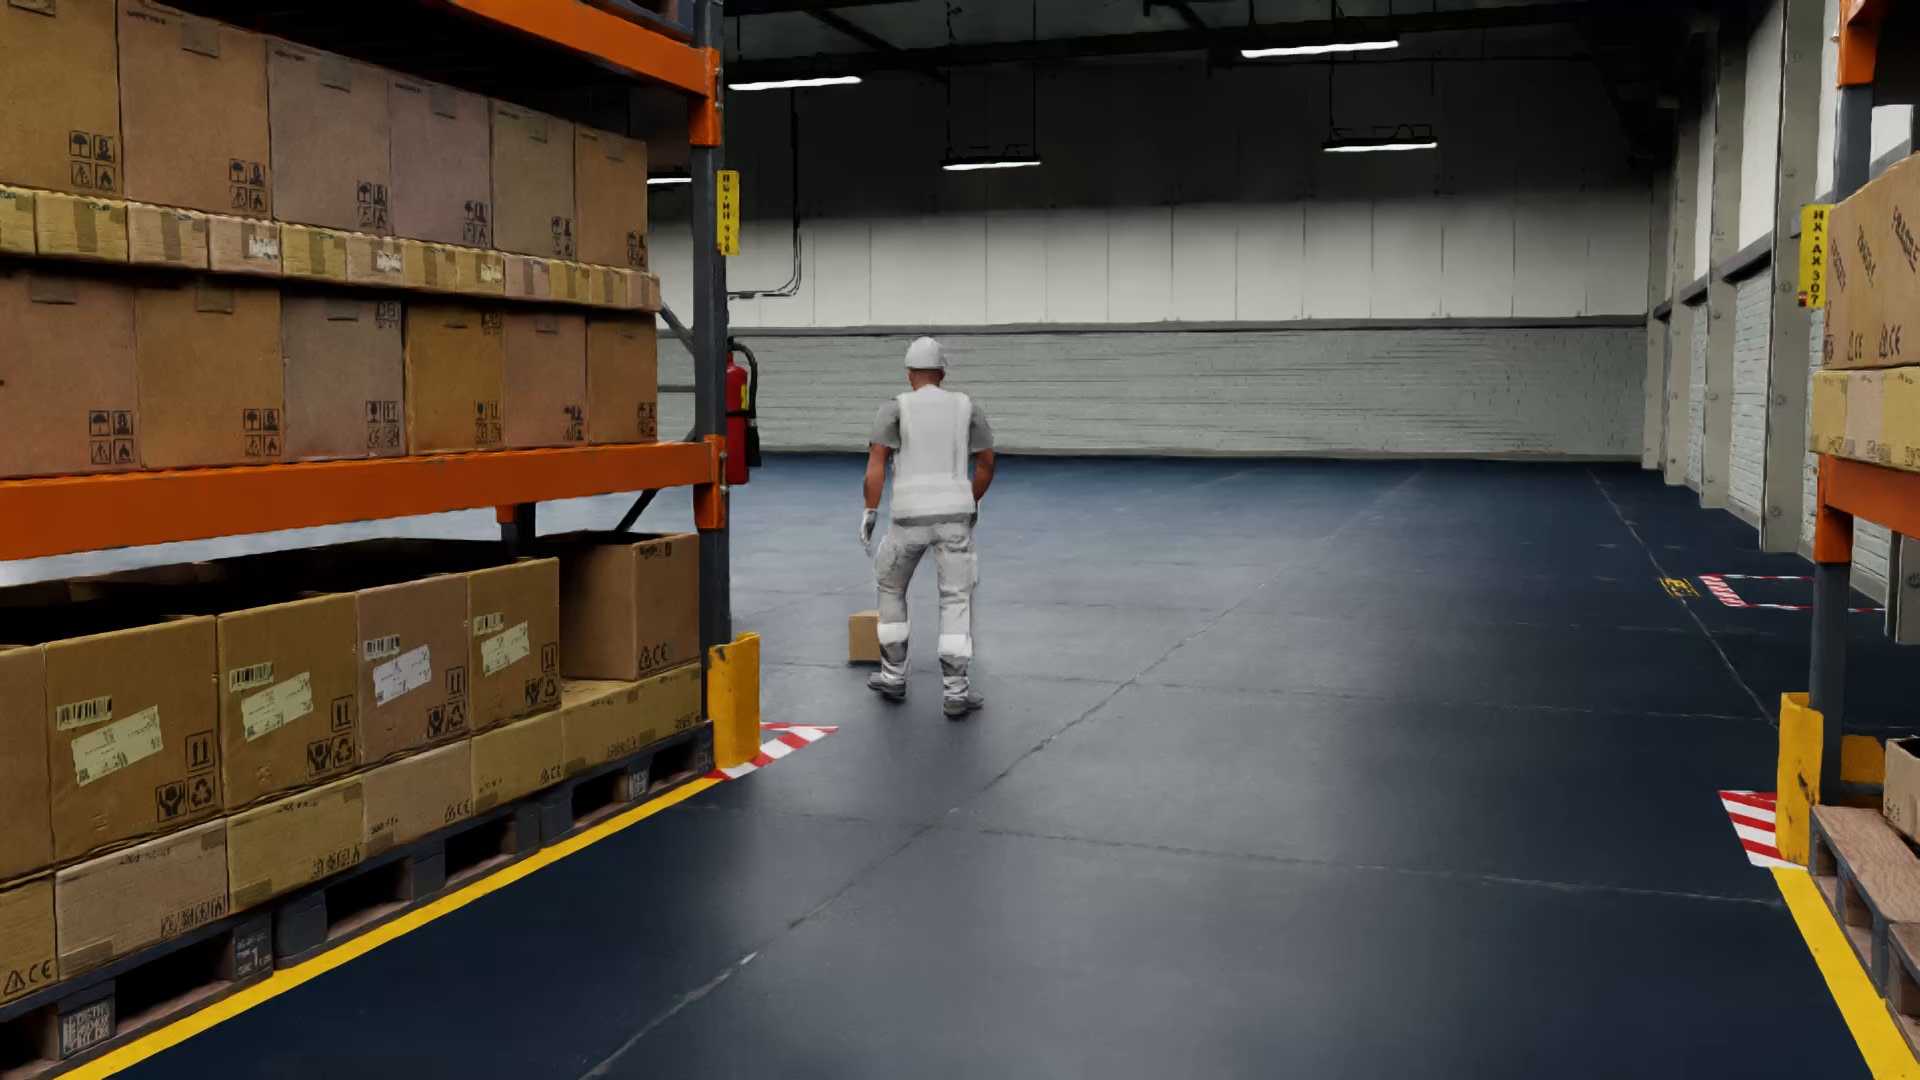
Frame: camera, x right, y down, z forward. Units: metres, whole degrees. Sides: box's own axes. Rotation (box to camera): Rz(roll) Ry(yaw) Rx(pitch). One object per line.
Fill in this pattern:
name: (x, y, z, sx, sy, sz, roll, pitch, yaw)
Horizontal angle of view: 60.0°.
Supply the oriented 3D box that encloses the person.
person: (-0.156, -0.092, 7.911, 0.660, 1.745, 0.719, -1, 5, -6)
